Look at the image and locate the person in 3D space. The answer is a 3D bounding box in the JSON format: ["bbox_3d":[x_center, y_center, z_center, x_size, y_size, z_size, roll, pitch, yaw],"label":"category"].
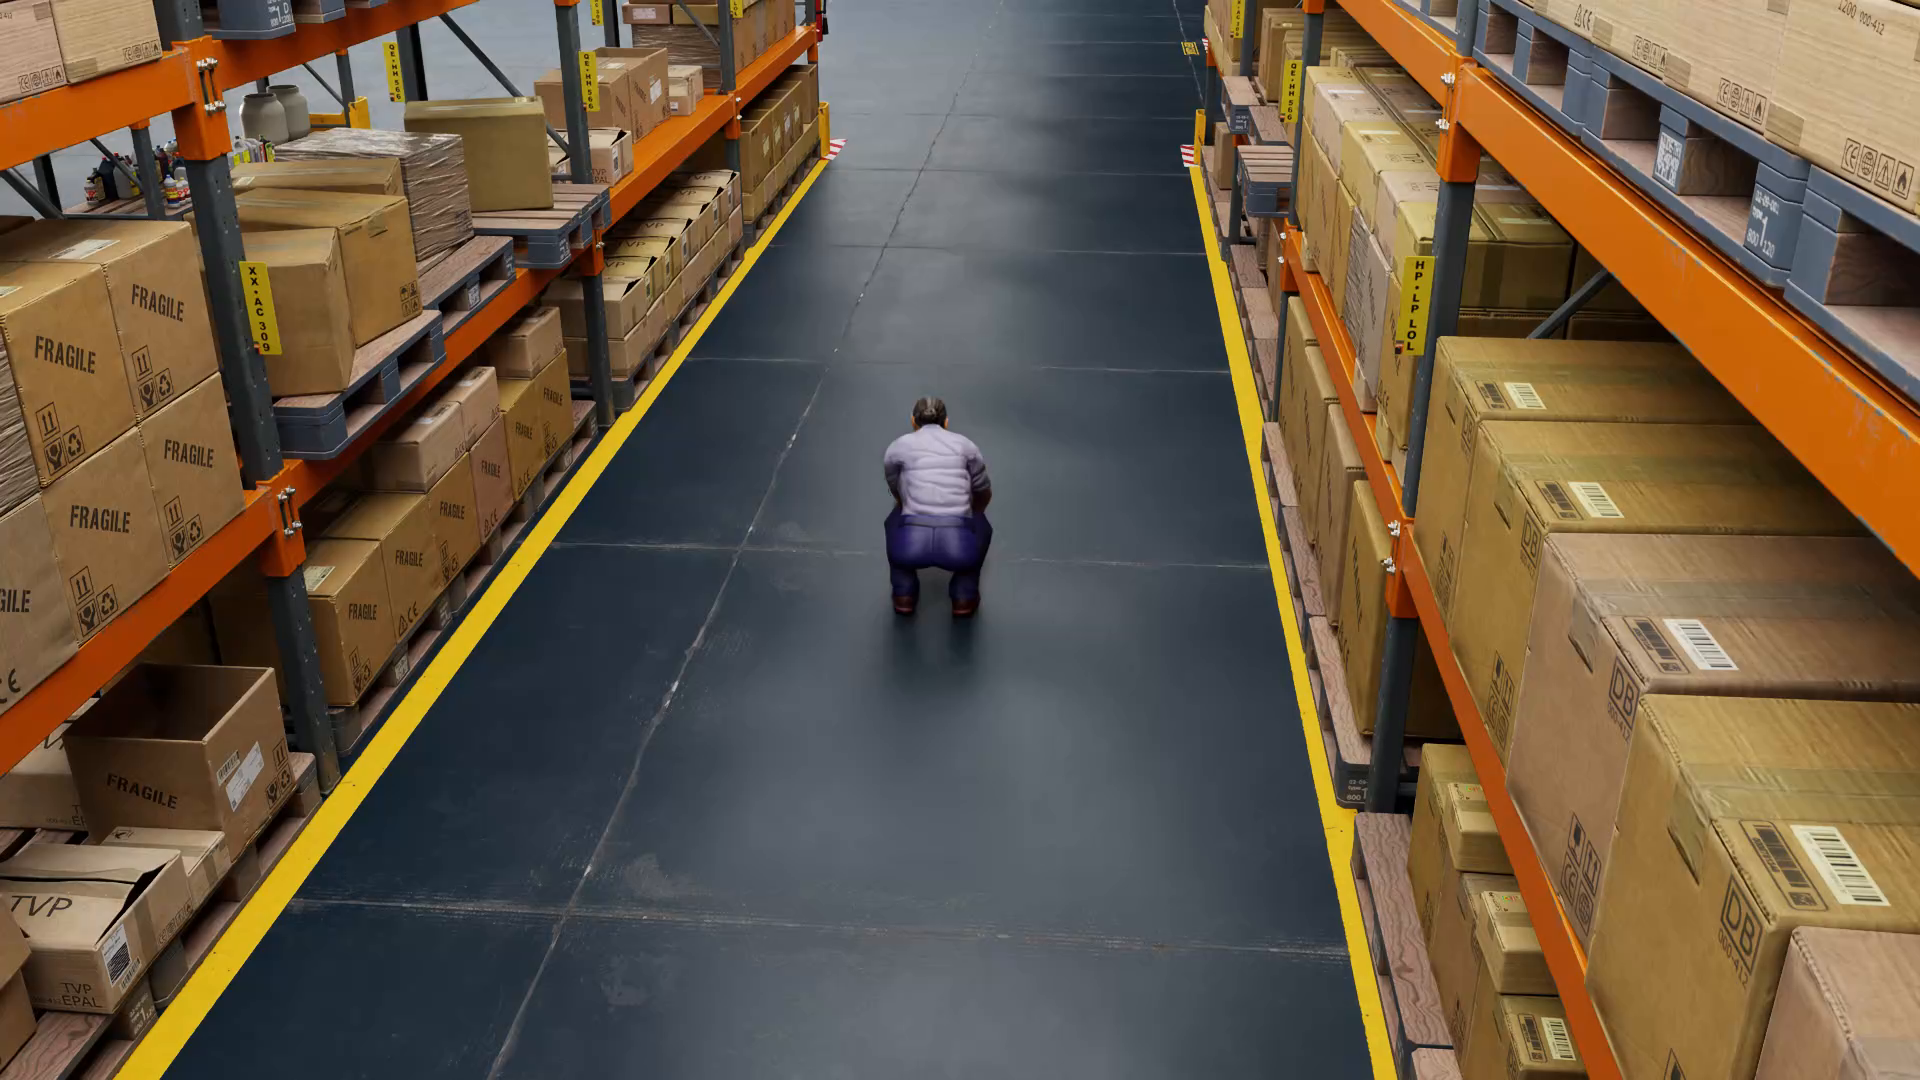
[{"bbox_3d":[-0.113,-0.166,7.867,0.529,0.926,0.828,2,25,4],"label":"person"}]
